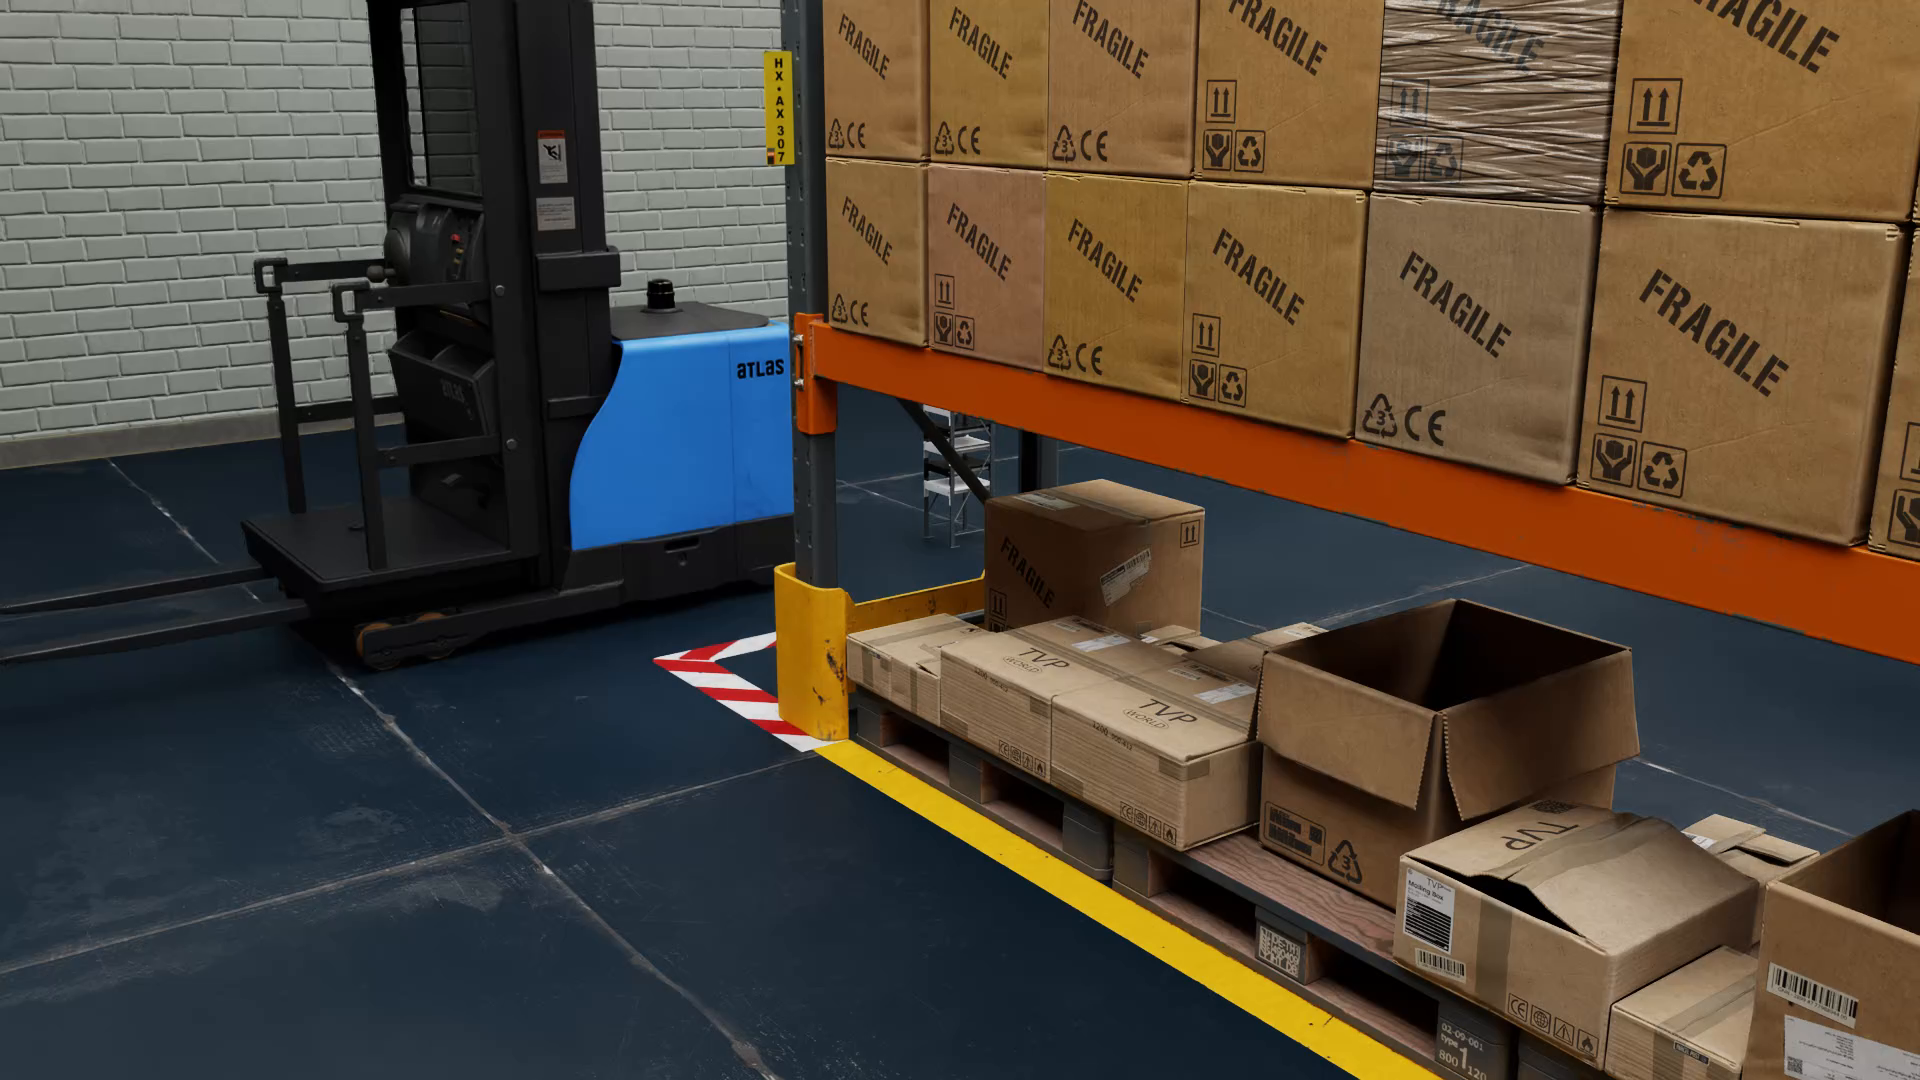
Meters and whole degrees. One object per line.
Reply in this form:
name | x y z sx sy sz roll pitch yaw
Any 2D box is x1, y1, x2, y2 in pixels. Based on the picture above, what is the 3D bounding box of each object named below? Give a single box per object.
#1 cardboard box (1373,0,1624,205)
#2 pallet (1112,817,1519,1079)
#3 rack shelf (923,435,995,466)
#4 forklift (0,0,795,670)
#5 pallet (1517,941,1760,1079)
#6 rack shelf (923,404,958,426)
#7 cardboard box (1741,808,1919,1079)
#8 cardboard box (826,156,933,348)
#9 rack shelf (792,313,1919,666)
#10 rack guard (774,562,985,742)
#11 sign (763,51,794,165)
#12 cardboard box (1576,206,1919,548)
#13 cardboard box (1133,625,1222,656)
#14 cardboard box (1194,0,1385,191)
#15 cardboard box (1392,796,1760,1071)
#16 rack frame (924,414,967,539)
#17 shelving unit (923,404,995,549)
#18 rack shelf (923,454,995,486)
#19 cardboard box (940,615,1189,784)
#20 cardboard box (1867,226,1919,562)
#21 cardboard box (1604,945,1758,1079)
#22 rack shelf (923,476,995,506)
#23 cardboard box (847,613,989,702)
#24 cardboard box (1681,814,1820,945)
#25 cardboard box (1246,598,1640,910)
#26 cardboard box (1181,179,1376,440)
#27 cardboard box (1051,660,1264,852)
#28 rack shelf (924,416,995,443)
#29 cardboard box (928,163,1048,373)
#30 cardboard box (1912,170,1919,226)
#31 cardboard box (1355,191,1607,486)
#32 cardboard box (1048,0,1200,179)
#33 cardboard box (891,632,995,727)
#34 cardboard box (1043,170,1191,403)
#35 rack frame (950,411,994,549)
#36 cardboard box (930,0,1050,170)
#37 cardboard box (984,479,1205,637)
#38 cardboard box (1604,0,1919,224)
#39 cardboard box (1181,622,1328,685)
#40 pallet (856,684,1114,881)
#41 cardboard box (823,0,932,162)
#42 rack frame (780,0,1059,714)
cardboard box | 1.151 -0.908 3.127 0.500 0.500 0.500 -11 19 -34
pallet | 1.133 0.845 4.090 1.003 0.211 1.213 -11 19 -35
rack shelf | -0.005 -0.404 7.472 0.258 0.077 0.200 -11 19 -35
forklift | -2.123 -1.111 6.083 3.031 2.935 1.130 -11 19 -35
pallet | 1.855 1.106 3.137 1.003 0.211 1.213 -11 19 -35
rack shelf | -0.005 -0.577 7.425 0.258 0.077 0.200 -11 19 -35
cardboard box | 1.693 0.823 2.788 0.500 0.500 0.500 -11 19 -35
cardboard box | -0.047 -0.859 4.845 0.500 0.500 0.500 -10 18 -33
rack shelf | 1.082 -0.173 3.888 1.077 0.370 4.000 -11 19 -35
rack guard | -0.050 0.275 5.624 1.175 0.500 0.348 -11 19 -35
sign | -0.533 -1.280 4.931 0.100 0.325 0.005 -11 19 -35
cardboard box | 1.452 -0.318 2.865 0.500 0.500 0.500 -10 18 -33
cardboard box | 0.590 0.386 5.018 0.380 0.166 0.250 -11 19 -35
cardboard box | 0.856 -1.015 3.520 0.500 0.500 0.500 -11 19 -35
cardboard box | 1.252 0.754 3.398 0.500 0.311 0.500 -11 19 -35
rack frame | -0.065 -0.457 7.543 0.240 0.900 0.006 -11 19 -35
shelving unit | -0.005 -0.436 7.464 0.258 0.900 0.210 -11 19 -35
rack shelf | -0.005 -0.317 7.496 0.258 0.077 0.200 -11 19 -35
cardboard box | 0.290 0.434 4.683 0.500 0.250 0.500 -11 19 -35
cardboard box | 1.756 -0.208 2.464 0.500 0.500 0.500 -10 18 -34
cardboard box | 1.424 0.922 3.093 0.380 0.149 0.250 -11 19 -35
rack shelf | -0.005 -0.230 7.520 0.258 0.077 0.200 -11 19 -35
cardboard box | -0.126 0.359 5.150 0.380 0.149 0.250 -11 19 -35
cardboard box | 1.669 0.755 3.668 0.380 0.166 0.250 -11 19 -35
cardboard box | 1.149 0.499 3.967 0.797 0.503 0.637 -11 19 -35
cardboard box | 0.846 -0.535 3.661 0.500 0.500 0.500 -11 19 -34
cardboard box | 0.584 0.541 4.293 0.500 0.250 0.500 -11 19 -35
rack shelf | -0.005 -0.490 7.449 0.258 0.077 0.200 -11 19 -35
cardboard box | 0.261 -0.750 4.445 0.500 0.500 0.500 -11 19 -35
cardboard box | 1.751 -0.691 2.335 0.500 0.500 0.500 -11 19 -34
cardboard box | 1.148 -0.427 3.265 0.500 0.500 0.500 -10 18 -33
cardboard box | 0.557 -1.124 3.916 0.500 0.500 0.500 -11 19 -34
cardboard box | 0.021 0.404 4.953 0.380 0.166 0.250 -11 19 -35
cardboard box | 0.554 -0.642 4.052 0.500 0.500 0.500 -11 19 -35
rack frame | 0.055 -0.414 7.384 0.240 0.900 0.006 -11 19 -35
cardboard box | 0.267 -1.231 4.309 0.500 0.500 0.500 -11 19 -34
cardboard box | 0.425 0.125 5.341 0.500 0.500 0.500 -11 19 -35
cardboard box | 1.447 -0.800 2.733 0.500 0.500 0.500 -11 19 -36
cardboard box | 0.959 0.453 4.616 0.500 0.250 0.500 -11 19 -35
pallet | 0.420 0.585 5.041 1.003 0.211 1.213 -11 19 -35
cardboard box | -0.047 -1.342 4.713 0.500 0.500 0.500 -10 18 -33
rack frame | -0.094 -0.947 5.353 1.000 3.000 0.127 -11 19 -35
